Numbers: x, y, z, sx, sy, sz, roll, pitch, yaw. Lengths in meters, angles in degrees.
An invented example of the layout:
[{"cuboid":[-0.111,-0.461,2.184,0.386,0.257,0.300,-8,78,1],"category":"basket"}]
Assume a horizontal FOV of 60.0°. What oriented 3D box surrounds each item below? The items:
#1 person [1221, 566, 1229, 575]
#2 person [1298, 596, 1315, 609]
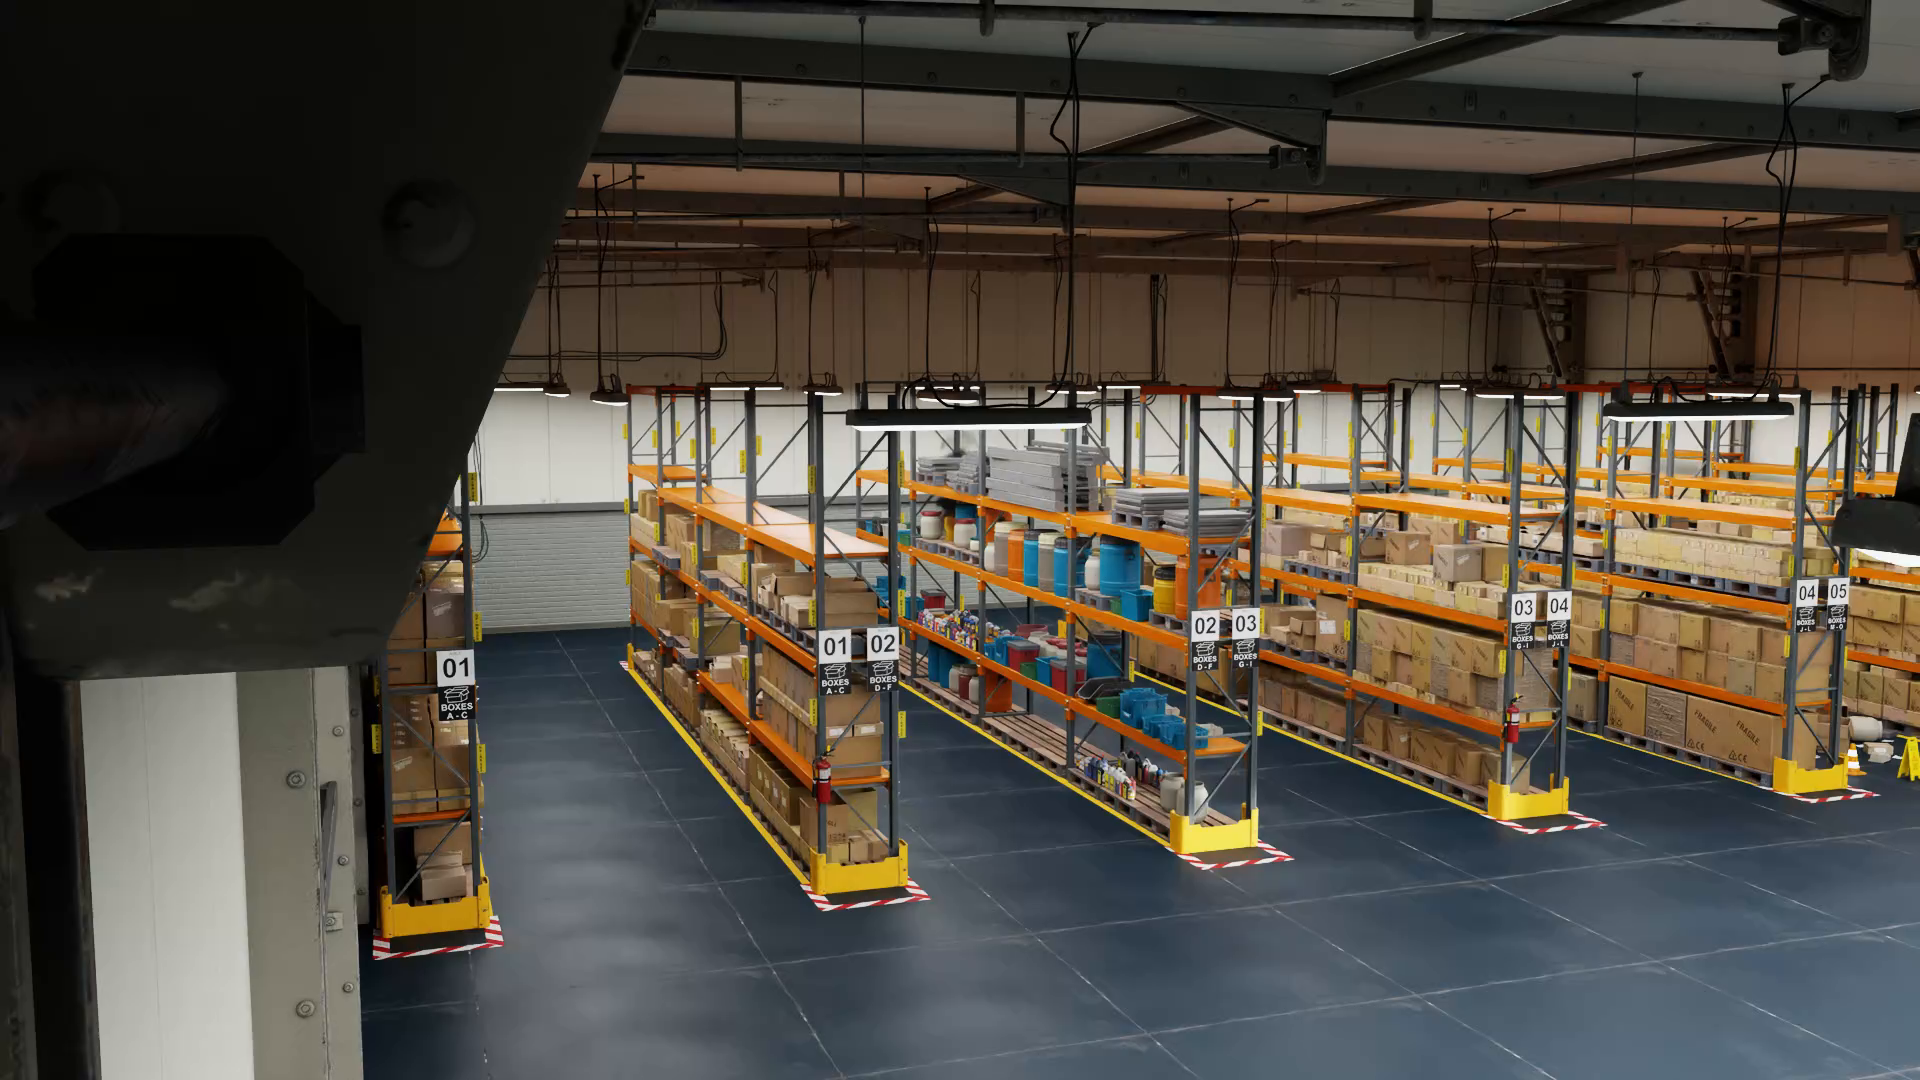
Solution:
[{"cuboid":[6.247,1.335,40.090,0.726,1.755,0.610,4,7,34],"category":"person"},{"cuboid":[8.464,1.192,41.068,0.696,1.744,0.962,-6,8,-44],"category":"person"}]
